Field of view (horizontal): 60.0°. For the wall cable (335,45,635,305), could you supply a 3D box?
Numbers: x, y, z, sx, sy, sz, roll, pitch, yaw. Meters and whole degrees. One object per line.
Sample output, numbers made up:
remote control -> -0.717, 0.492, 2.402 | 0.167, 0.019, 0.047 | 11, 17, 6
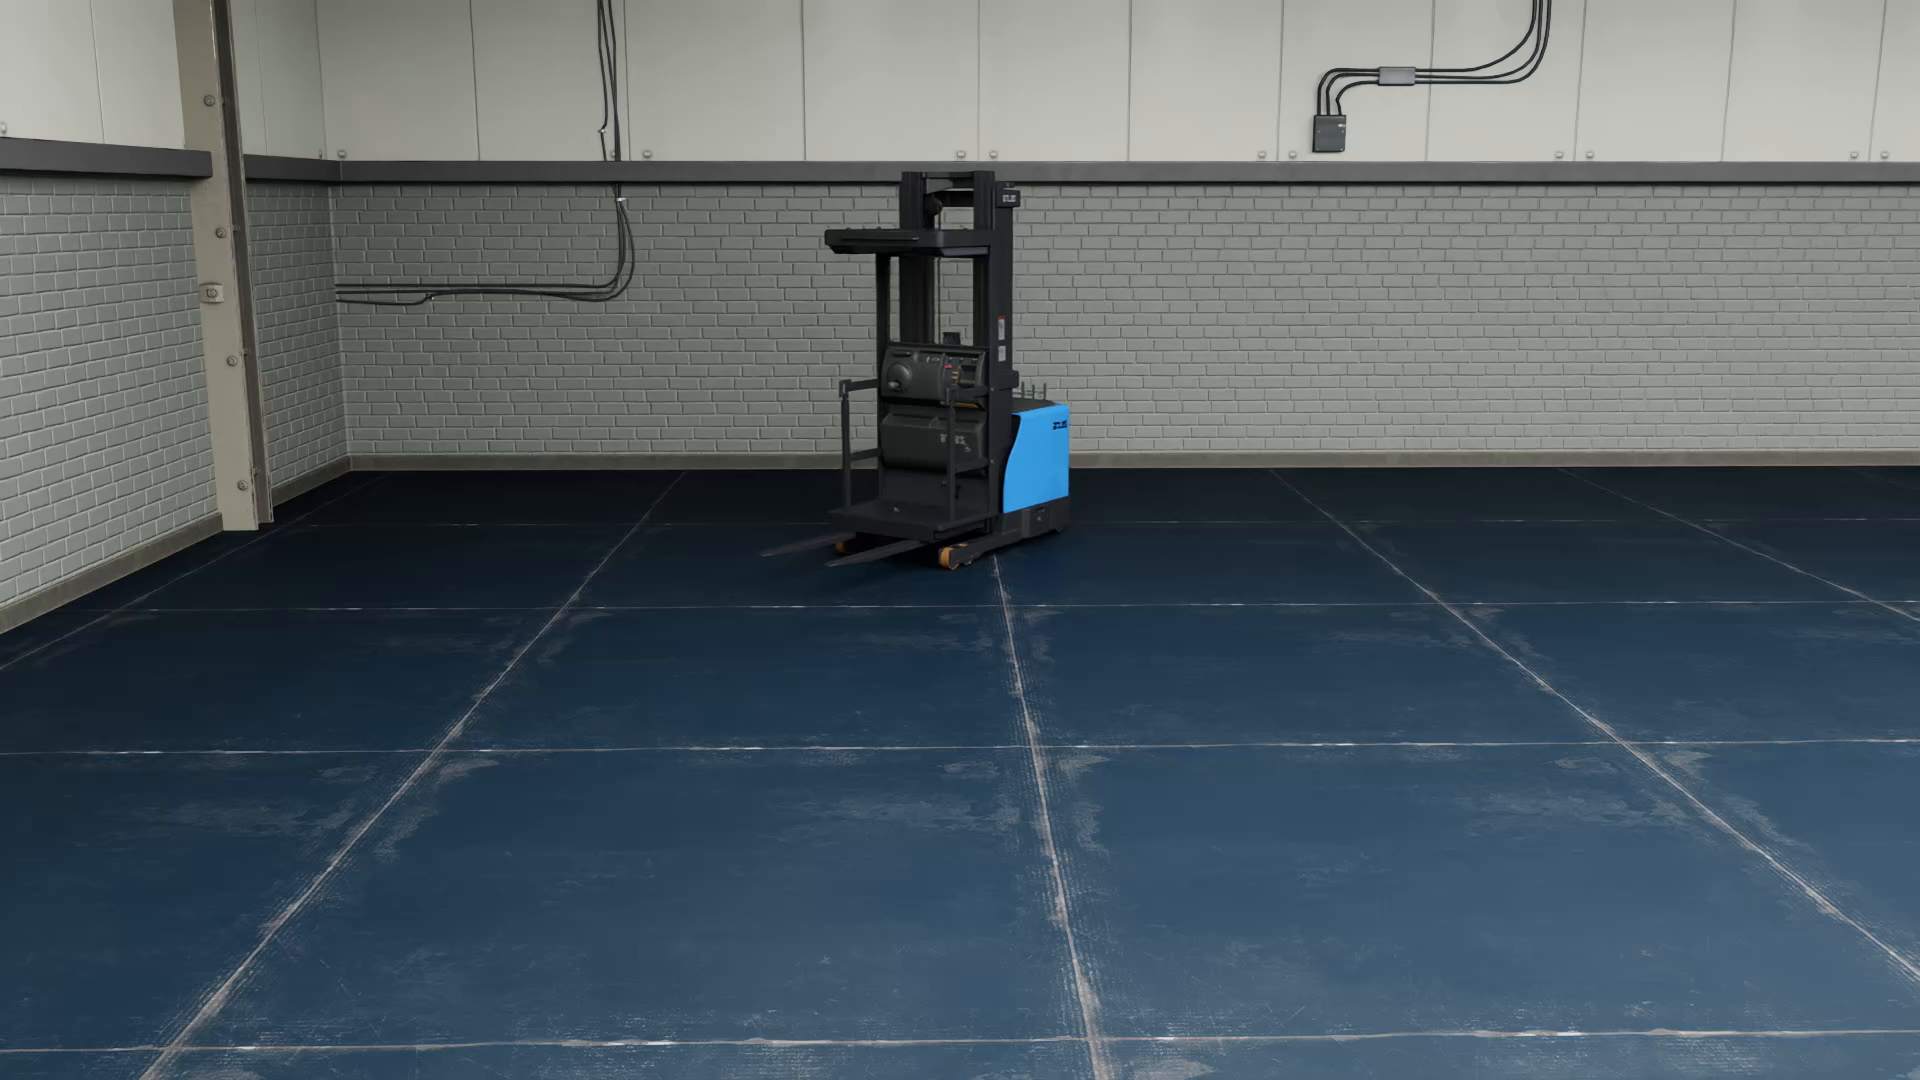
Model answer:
wall cable -> -4.810, -3.601, 16.486 | 3.097, 2.526, 0.112 | 0, 11, -1

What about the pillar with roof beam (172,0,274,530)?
pillar with roof beam -> -1.767, -4.549, 13.351 | 9.100, 9.000, 0.400 | 0, 11, -1

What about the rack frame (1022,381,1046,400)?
rack frame -> 0.628, -0.756, 14.266 | 0.240, 1.200, 0.006 | 8, 14, 34

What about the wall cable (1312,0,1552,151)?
wall cable -> 4.682, -6.825, 16.015 | 2.305, 6.003, 0.169 | 0, 11, -1

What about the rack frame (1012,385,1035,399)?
rack frame -> 0.525, -0.726, 14.118 | 0.240, 1.200, 0.006 | 8, 14, 34

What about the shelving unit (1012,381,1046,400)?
shelving unit -> 0.576, -0.741, 14.192 | 0.258, 1.200, 0.189 | 8, 14, 34

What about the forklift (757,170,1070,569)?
forklift -> -0.327, -1.323, 12.707 | 1.130, 2.935, 3.031 | 8, 14, 34

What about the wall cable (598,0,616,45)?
wall cable -> -2.105, -6.087, 16.038 | 3.097, 2.526, 0.112 | 0, 11, -1
